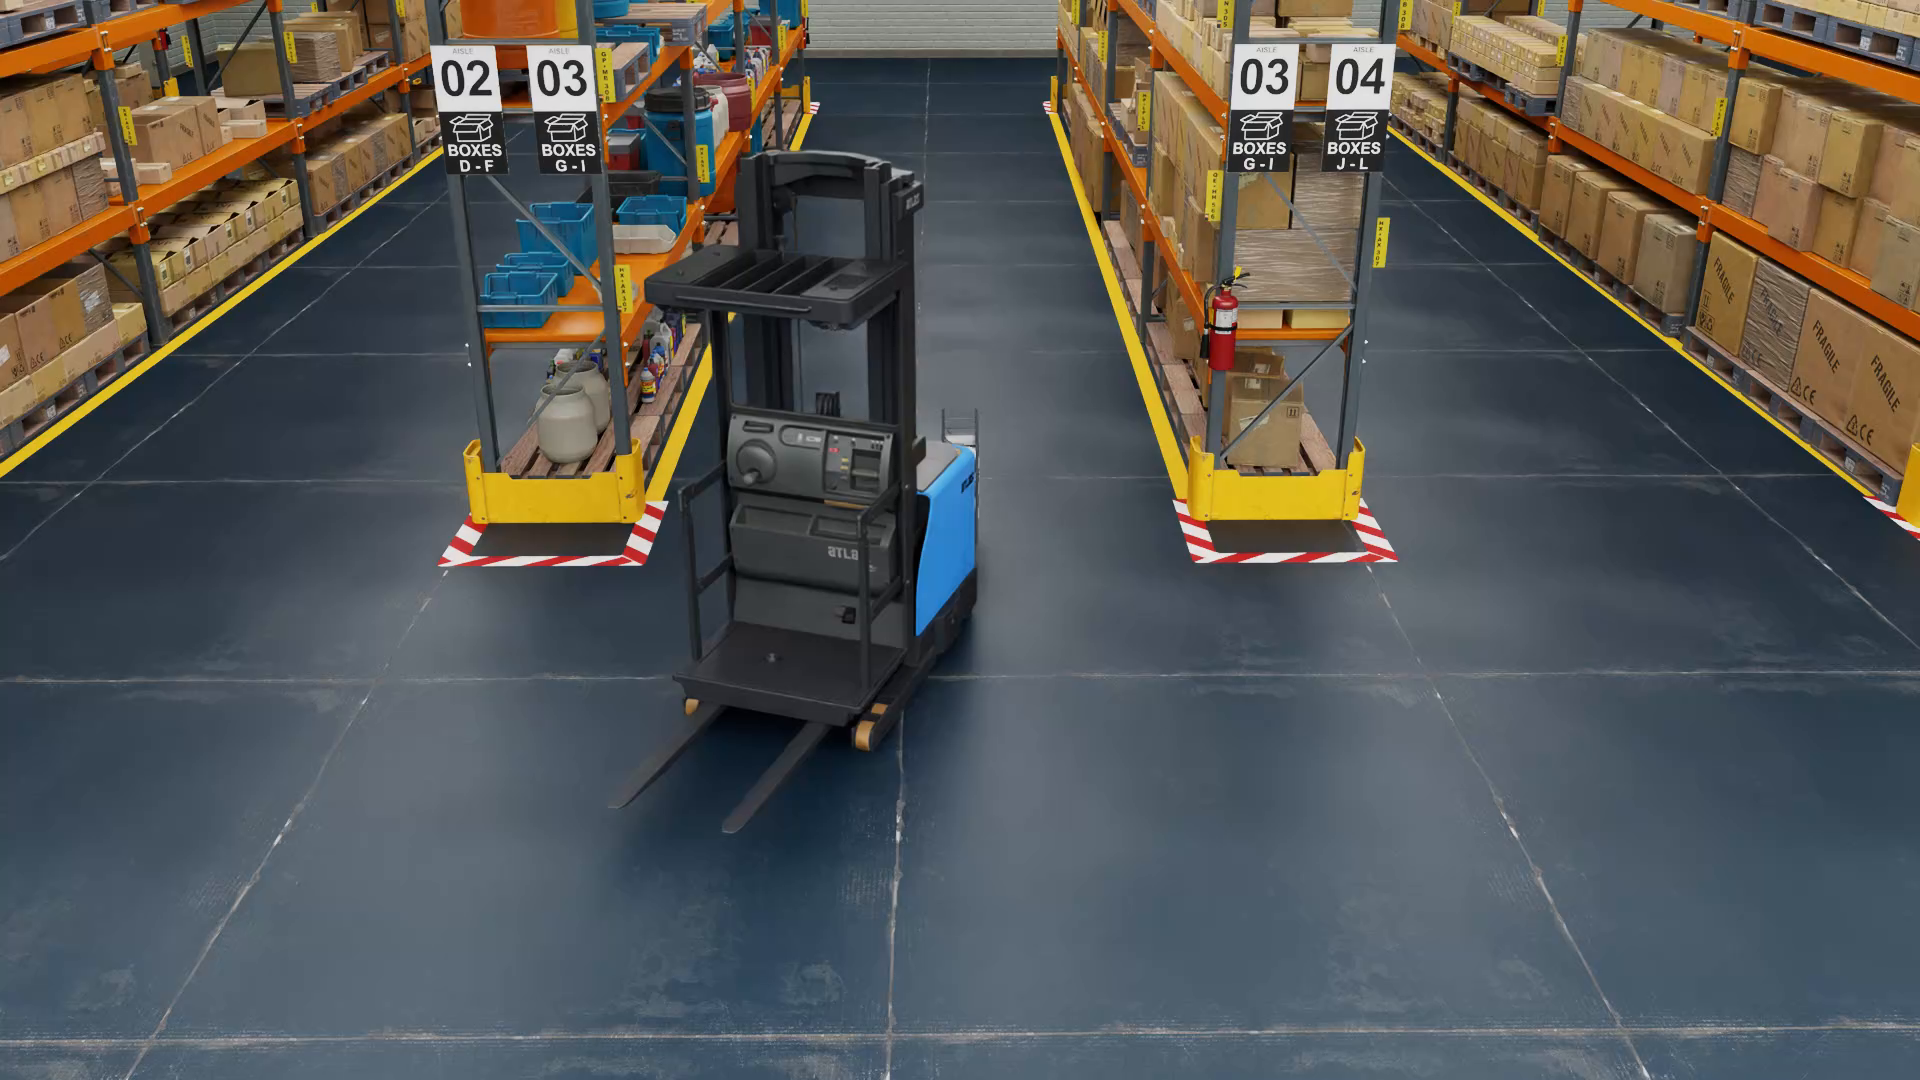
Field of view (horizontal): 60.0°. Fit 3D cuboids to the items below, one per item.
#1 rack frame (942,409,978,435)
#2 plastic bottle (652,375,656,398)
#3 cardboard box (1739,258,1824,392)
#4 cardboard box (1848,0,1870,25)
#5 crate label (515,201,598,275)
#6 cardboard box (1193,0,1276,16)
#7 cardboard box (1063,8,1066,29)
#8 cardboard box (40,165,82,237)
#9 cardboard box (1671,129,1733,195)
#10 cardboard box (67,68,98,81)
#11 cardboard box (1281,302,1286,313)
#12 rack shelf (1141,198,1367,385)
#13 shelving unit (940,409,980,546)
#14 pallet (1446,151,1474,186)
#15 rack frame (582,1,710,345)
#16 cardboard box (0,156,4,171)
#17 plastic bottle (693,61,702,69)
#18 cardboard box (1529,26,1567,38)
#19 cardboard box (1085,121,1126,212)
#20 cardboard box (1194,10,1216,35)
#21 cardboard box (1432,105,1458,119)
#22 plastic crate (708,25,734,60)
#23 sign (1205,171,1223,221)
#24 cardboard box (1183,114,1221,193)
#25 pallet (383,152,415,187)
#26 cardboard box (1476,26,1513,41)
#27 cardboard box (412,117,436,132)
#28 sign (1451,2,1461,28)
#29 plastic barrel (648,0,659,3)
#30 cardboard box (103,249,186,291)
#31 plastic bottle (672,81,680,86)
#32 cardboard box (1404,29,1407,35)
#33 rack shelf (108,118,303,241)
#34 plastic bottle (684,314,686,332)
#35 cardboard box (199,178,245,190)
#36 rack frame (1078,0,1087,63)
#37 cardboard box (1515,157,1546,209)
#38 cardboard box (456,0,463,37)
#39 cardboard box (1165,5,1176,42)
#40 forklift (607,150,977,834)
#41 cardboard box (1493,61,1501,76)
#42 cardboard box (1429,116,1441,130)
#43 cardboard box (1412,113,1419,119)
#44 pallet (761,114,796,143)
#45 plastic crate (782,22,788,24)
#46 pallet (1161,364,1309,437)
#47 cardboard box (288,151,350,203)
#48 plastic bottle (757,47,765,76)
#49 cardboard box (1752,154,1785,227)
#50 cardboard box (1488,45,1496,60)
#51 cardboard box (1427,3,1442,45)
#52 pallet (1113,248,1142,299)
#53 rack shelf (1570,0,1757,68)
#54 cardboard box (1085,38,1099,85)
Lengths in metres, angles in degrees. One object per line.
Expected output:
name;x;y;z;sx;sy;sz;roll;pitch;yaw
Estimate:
rack frame;-0.001;-0.455;11.165;0.240;0.900;0.006;0;24;-1
plastic bottle;-2.467;-1.237;13.207;0.097;0.201;0.097;0;24;0
cardboard box;7.062;-1.764;13.579;0.875;0.875;0.875;0;24;0
cardboard box;6.793;-3.883;12.228;0.380;0.149;0.250;0;24;0
crate label;-3.048;-2.294;12.639;0.502;0.435;0.616;0;24;-1
cardboard box;1.925;-3.956;11.628;0.500;0.500;0.500;0;24;-1
cardboard box;1.770;-7.583;24.197;0.500;0.250;0.500;-1;24;-2
cardboard box;-7.731;-2.793;13.665;0.700;0.500;0.500;-1;24;-1
cardboard box;6.839;-3.431;15.075;0.500;0.500;0.500;0;24;-1
cardboard box;-12.924;-6.868;24.531;0.380;0.149;0.250;0;24;0
cardboard box;2.446;-1.650;11.563;0.380;0.149;0.250;0;24;-1
rack shelf;2.173;-2.039;12.992;1.077;0.370;4.000;0;24;-1
shelving unit;0.000;-0.413;11.072;0.258;0.900;0.210;0;24;-1
pallet;7.035;-4.877;21.777;1.003;0.211;1.213;0;24;-1
rack frame;-2.802;-3.169;14.616;1.000;3.000;0.127;0;24;-1
cardboard box;-7.727;-2.981;12.507;0.700;0.500;0.500;0;24;-1
plastic bottle;-3.252;-5.739;20.450;0.152;0.276;0.135;0;24;-1
cardboard box;7.231;-6.225;20.447;0.380;0.149;0.250;-1;24;-2
cardboard box;2.121;-4.347;19.290;1.225;0.875;0.875;-1;24;-3
cardboard box;1.873;-3.672;11.787;0.380;0.149;0.250;-1;24;-3
cardboard box;6.718;-5.882;22.844;0.380;0.149;0.250;0;24;0
plastic crate;-3.235;-6.676;22.318;0.392;0.384;0.575;0;24;-1
sign;1.640;-2.220;10.730;0.100;0.325;0.005;0;24;-1
cardboard box;1.927;-2.817;12.143;0.500;0.500;0.500;0;24;-1
pallet;-7.795;-4.839;21.693;1.003;0.211;1.213;0;24;-1
cardboard box;6.582;-6.223;20.442;0.380;0.149;0.250;0;24;-1
cardboard box;-7.650;-5.884;23.525;0.380;0.166;0.250;0;24;-1
sign;6.482;-6.857;21.721;0.100;0.325;0.005;0;24;-1
plastic barrel;-3.031;-5.242;14.952;0.600;0.901;0.600;0;24;0
cardboard box;-7.510;-2.513;15.314;0.500;0.311;0.500;0;24;0
plastic bottle;-3.264;-5.146;19.144;0.097;0.271;0.097;0;24;0
cardboard box;6.790;-7.545;24.597;0.380;0.149;0.250;1;24;2
rack shelf;-7.776;-3.644;16.541;1.077;0.370;4.000;0;24;-1
plastic bottle;-2.486;-1.946;14.775;0.097;0.201;0.097;0;24;0
cardboard box;-8.086;-3.773;18.099;0.500;0.311;0.500;1;24;1
rack frame;2.064;-6.488;21.954;1.000;3.000;0.127;0;24;-1
cardboard box;6.800;-4.142;19.293;0.500;0.500;0.500;0;24;-1
cardboard box;-7.599;-7.741;24.605;0.500;0.500;0.500;0;24;0
cardboard box;1.911;-4.085;13.184;0.500;0.250;0.500;0;24;-1
forklift;-0.864;-0.407;8.592;1.130;2.935;3.031;8;26;18
cardboard box;6.594;-5.627;19.846;0.380;0.149;0.250;0;24;1
cardboard box;6.688;-5.736;22.881;0.380;0.149;0.250;-1;24;-3
cardboard box;6.733;-6.055;23.948;0.380;0.149;0.250;0;24;0
pallet;-2.952;-6.002;24.263;1.003;0.211;1.213;0;24;-1
plastic crate;-2.754;-7.566;24.586;0.396;0.136;0.243;0;24;-1
pallet;2.210;-1.140;13.514;1.003;0.211;1.213;0;24;-1
cardboard box;-7.529;-4.262;19.534;0.500;0.500;0.500;-1;24;-2
plastic bottle;-2.552;-6.066;21.081;0.144;0.351;0.185;0;24;-1
cardboard box;7.156;-2.862;13.755;0.875;0.550;0.550;0;24;-1
cardboard box;6.588;-5.872;20.027;0.380;0.149;0.250;-1;24;-2
cardboard box;6.732;-7.061;22.741;0.500;0.500;0.500;-1;24;-2
pallet;2.125;-2.745;17.064;1.003;0.211;1.213;0;24;-1
rack shelf;7.090;-5.035;15.975;1.077;0.370;4.000;0;24;-1
cardboard box;1.830;-5.929;20.598;0.500;0.500;0.500;-1;24;-2
